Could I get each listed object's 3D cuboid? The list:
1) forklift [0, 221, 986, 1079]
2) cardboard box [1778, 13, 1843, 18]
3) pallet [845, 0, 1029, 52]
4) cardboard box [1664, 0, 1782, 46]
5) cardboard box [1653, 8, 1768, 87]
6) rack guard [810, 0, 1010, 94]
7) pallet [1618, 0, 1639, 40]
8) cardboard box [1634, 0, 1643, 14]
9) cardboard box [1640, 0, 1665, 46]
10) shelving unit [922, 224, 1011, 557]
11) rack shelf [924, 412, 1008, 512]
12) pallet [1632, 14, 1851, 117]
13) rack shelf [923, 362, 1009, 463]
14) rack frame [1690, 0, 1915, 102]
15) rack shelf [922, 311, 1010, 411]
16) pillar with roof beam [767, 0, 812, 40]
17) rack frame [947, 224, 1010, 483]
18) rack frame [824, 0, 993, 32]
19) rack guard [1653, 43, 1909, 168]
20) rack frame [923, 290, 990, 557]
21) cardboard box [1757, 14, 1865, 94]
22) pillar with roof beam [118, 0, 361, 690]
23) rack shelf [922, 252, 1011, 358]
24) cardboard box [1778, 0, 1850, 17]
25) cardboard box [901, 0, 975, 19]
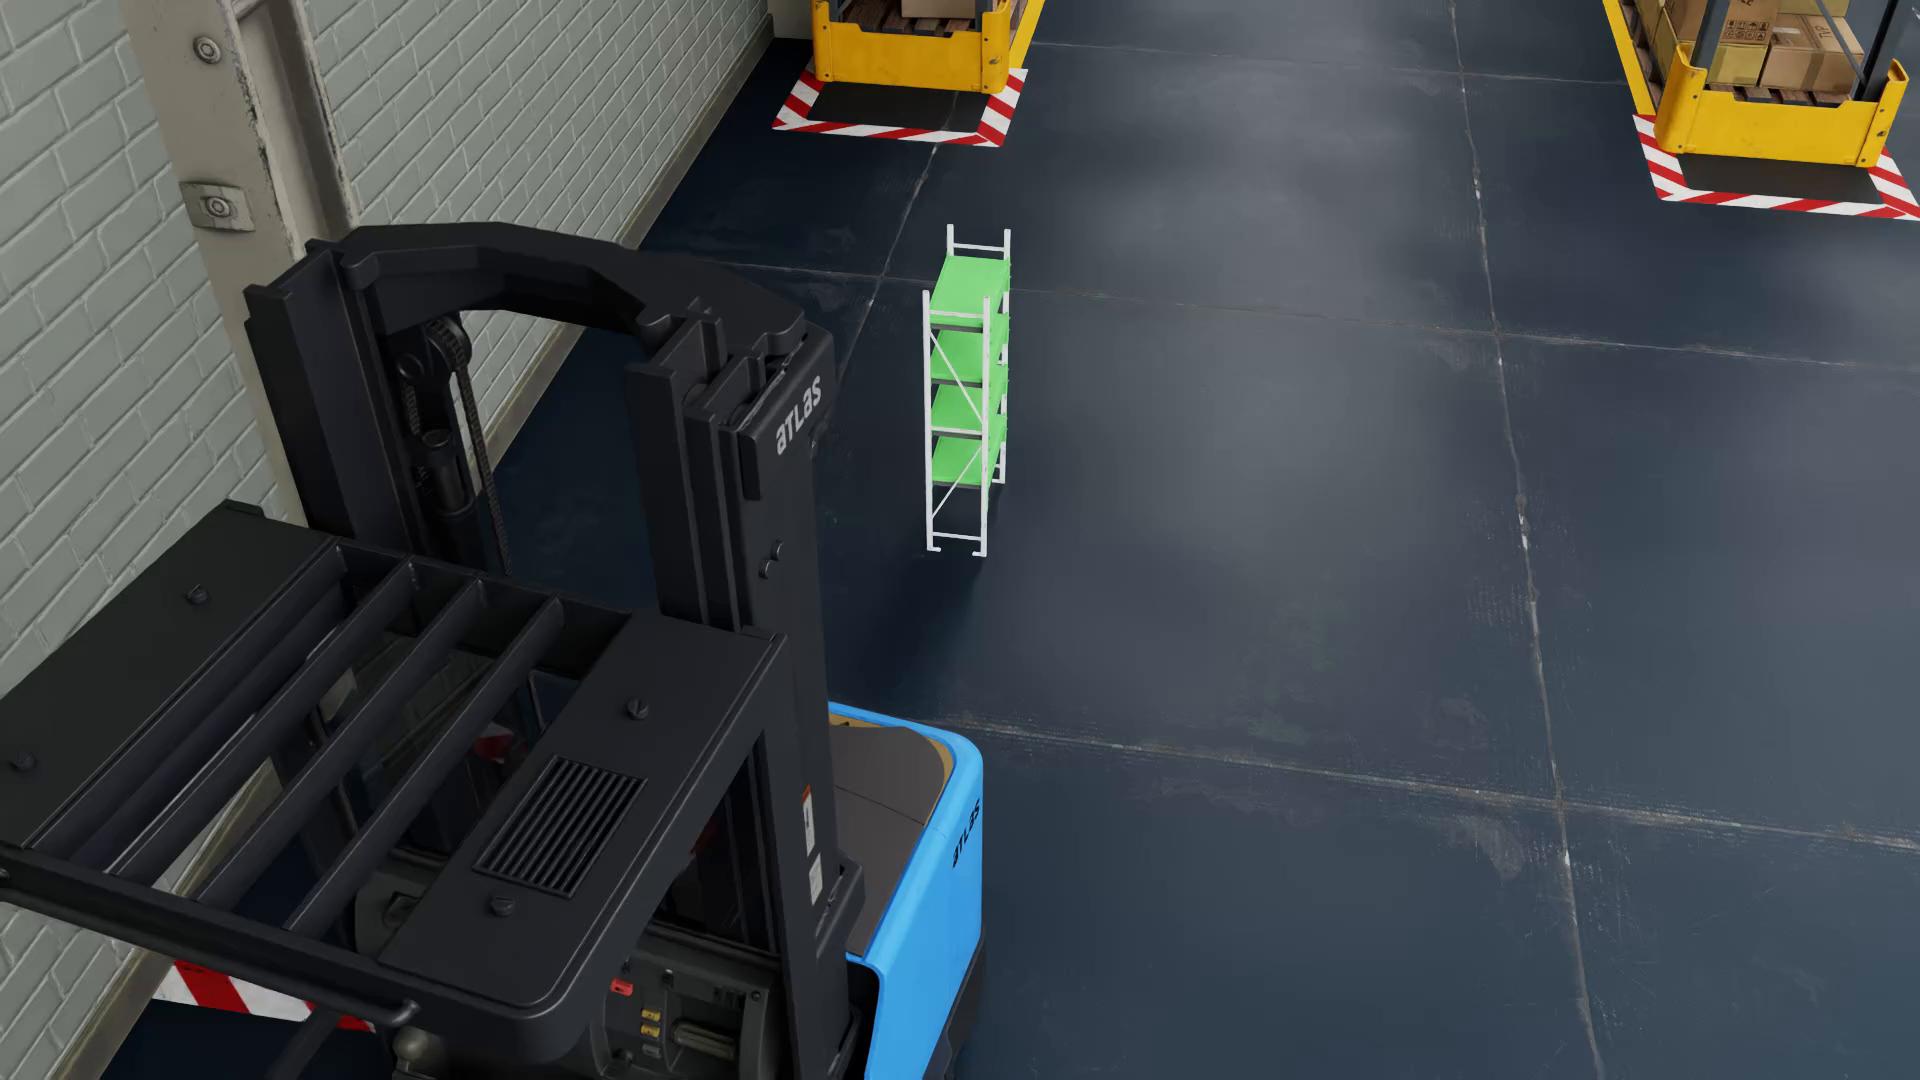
[{"bbox_3d":[-0.886,1.014,3.223,1.130,2.935,3.031,12,41,15],"label":"forklift"},{"bbox_3d":[4.966,-3.139,10.021,0.500,0.250,0.500,6,40,8],"label":"cardboard box"},{"bbox_3d":[-0.120,-3.434,10.737,1.003,0.211,1.213,6,40,8],"label":"pallet"},{"bbox_3d":[4.371,-3.171,9.472,0.500,0.500,0.500,6,40,8],"label":"cardboard box"},{"bbox_3d":[4.373,-2.882,9.710,0.500,0.250,0.500,6,40,8],"label":"cardboard box"},{"bbox_3d":[-0.296,-3.039,10.033,1.175,0.500,0.348,6,40,8],"label":"rack guard"},{"bbox_3d":[4.875,-3.584,10.919,1.003,0.211,1.213,6,40,8],"label":"pallet"},{"bbox_3d":[4.532,-3.511,10.471,0.500,0.250,0.500,6,40,8],"label":"cardboard box"},{"bbox_3d":[4.447,-3.197,10.091,0.500,0.250,0.500,6,40,8],"label":"cardboard box"},{"bbox_3d":[0.029,-0.566,6.493,0.258,1.200,0.503,6,40,8],"label":"shelving unit"},{"bbox_3d":[0.029,-0.332,6.687,0.258,0.148,0.480,6,40,8],"label":"rack shelf"},{"bbox_3d":[4.662,-2.821,9.996,1.003,0.211,1.213,6,40,8],"label":"pallet"},{"bbox_3d":[0.029,-0.517,6.534,0.258,0.148,0.480,6,40,8],"label":"rack shelf"},{"bbox_3d":[4.571,-3.411,8.521,1.000,3.000,0.127,6,40,8],"label":"rack frame"},{"bbox_3d":[0.029,-0.702,6.381,0.258,0.148,0.480,6,40,8],"label":"rack shelf"},{"bbox_3d":[3.200,-6.327,7.340,9.100,9.000,0.400,6,40,8],"label":"pillar with roof beam"},{"bbox_3d":[0.071,-0.719,6.679,0.240,1.200,0.015,6,40,8],"label":"rack frame"},{"bbox_3d":[-0.309,-3.955,9.179,1.000,3.000,0.127,6,40,8],"label":"rack frame"},{"bbox_3d":[4.567,-2.432,9.300,1.175,0.500,0.348,6,40,8],"label":"rack guard"},{"bbox_3d":[-0.014,-0.413,6.308,0.240,1.200,0.015,6,40,8],"label":"rack frame"},{"bbox_3d":[4.883,-2.825,9.641,0.500,0.250,0.500,6,40,8],"label":"cardboard box"},{"bbox_3d":[2.162,-2.561,2.786,9.100,9.000,0.400,6,40,8],"label":"pillar with roof beam"},{"bbox_3d":[0.029,-0.887,6.228,0.258,0.148,0.480,6,40,8],"label":"rack shelf"},{"bbox_3d":[4.967,-3.428,9.782,0.500,0.500,0.500,6,40,8],"label":"cardboard box"},{"bbox_3d":[-0.100,-3.512,10.409,0.500,0.311,0.500,2,40,3],"label":"cardboard box"}]
